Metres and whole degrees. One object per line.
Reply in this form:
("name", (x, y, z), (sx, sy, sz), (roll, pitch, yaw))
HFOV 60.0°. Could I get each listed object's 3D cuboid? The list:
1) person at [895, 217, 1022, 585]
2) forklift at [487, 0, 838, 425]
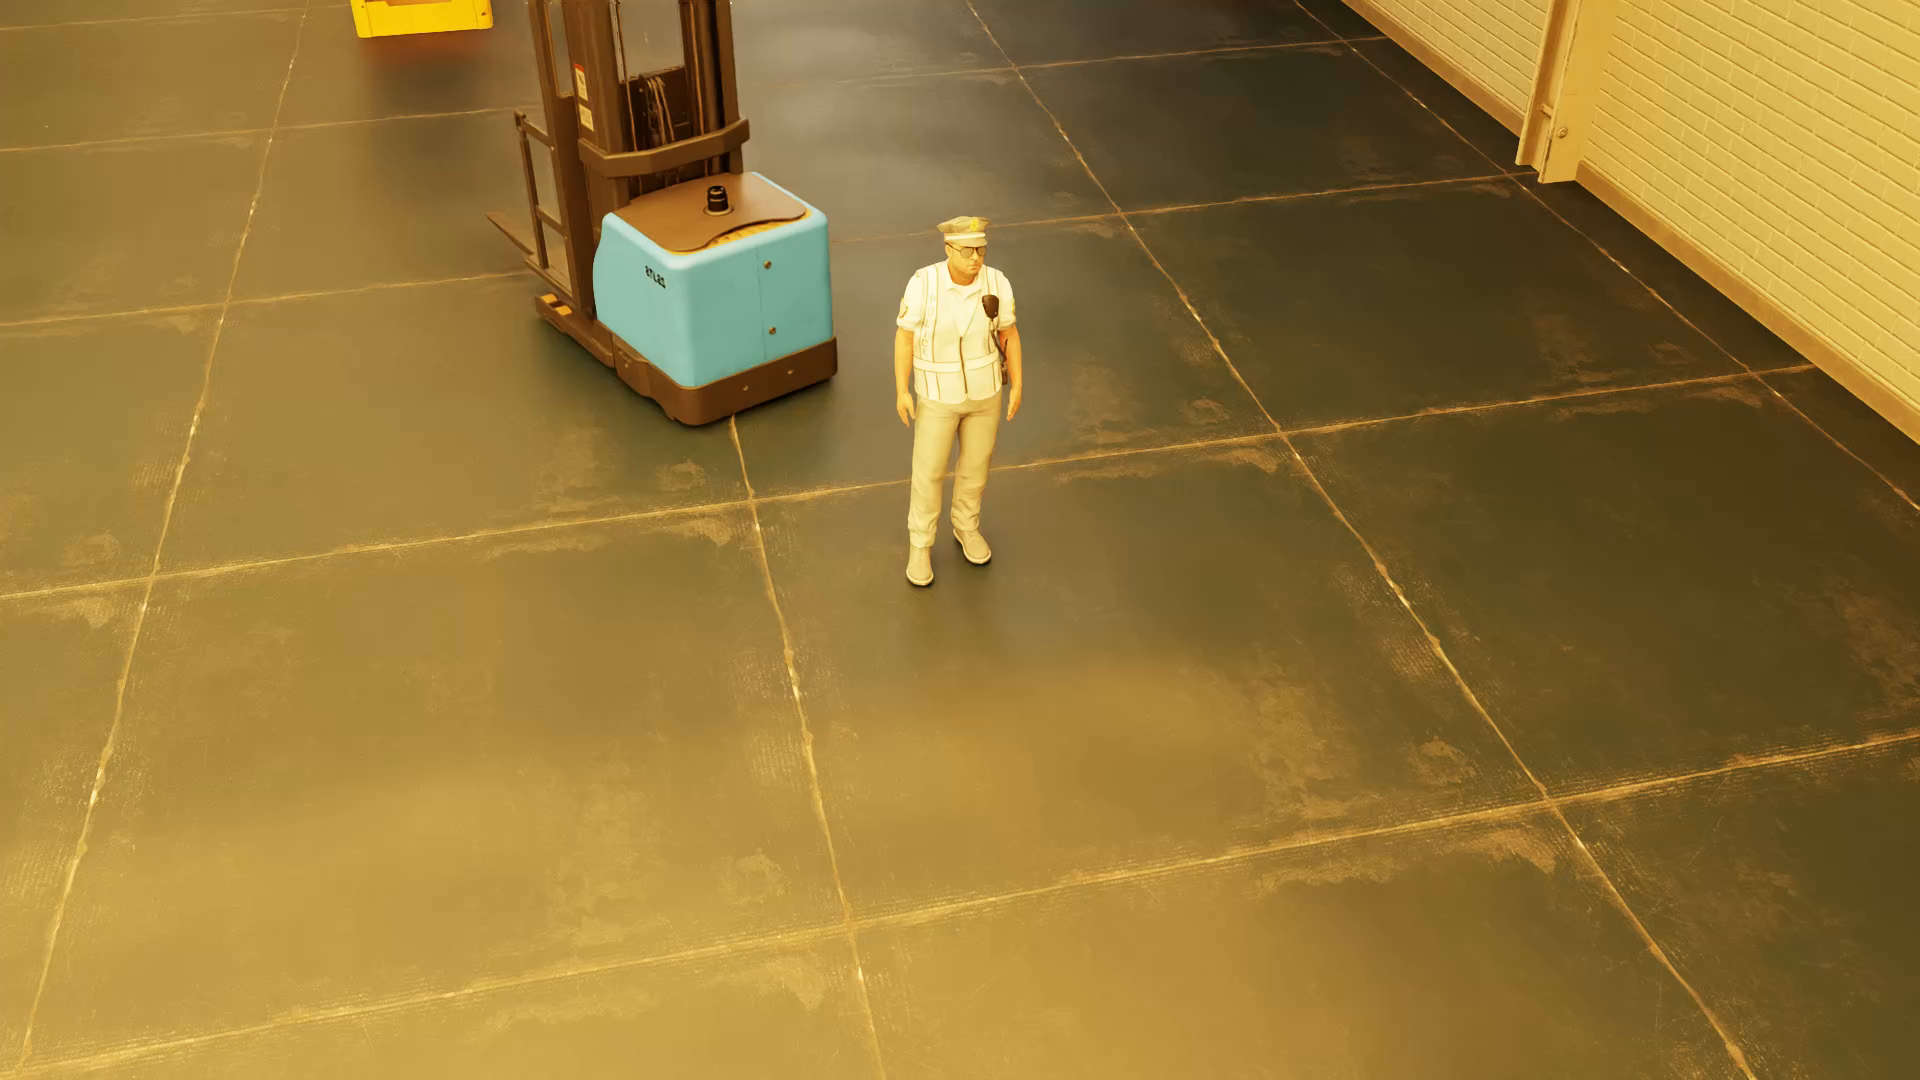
("person", (0.007, -0.683, 7.971), (0.641, 1.779, 0.574), (-8, 36, -11))
("forklift", (-2.017, -2.637, 9.715), (1.130, 2.935, 3.031), (-24, 42, -30))
